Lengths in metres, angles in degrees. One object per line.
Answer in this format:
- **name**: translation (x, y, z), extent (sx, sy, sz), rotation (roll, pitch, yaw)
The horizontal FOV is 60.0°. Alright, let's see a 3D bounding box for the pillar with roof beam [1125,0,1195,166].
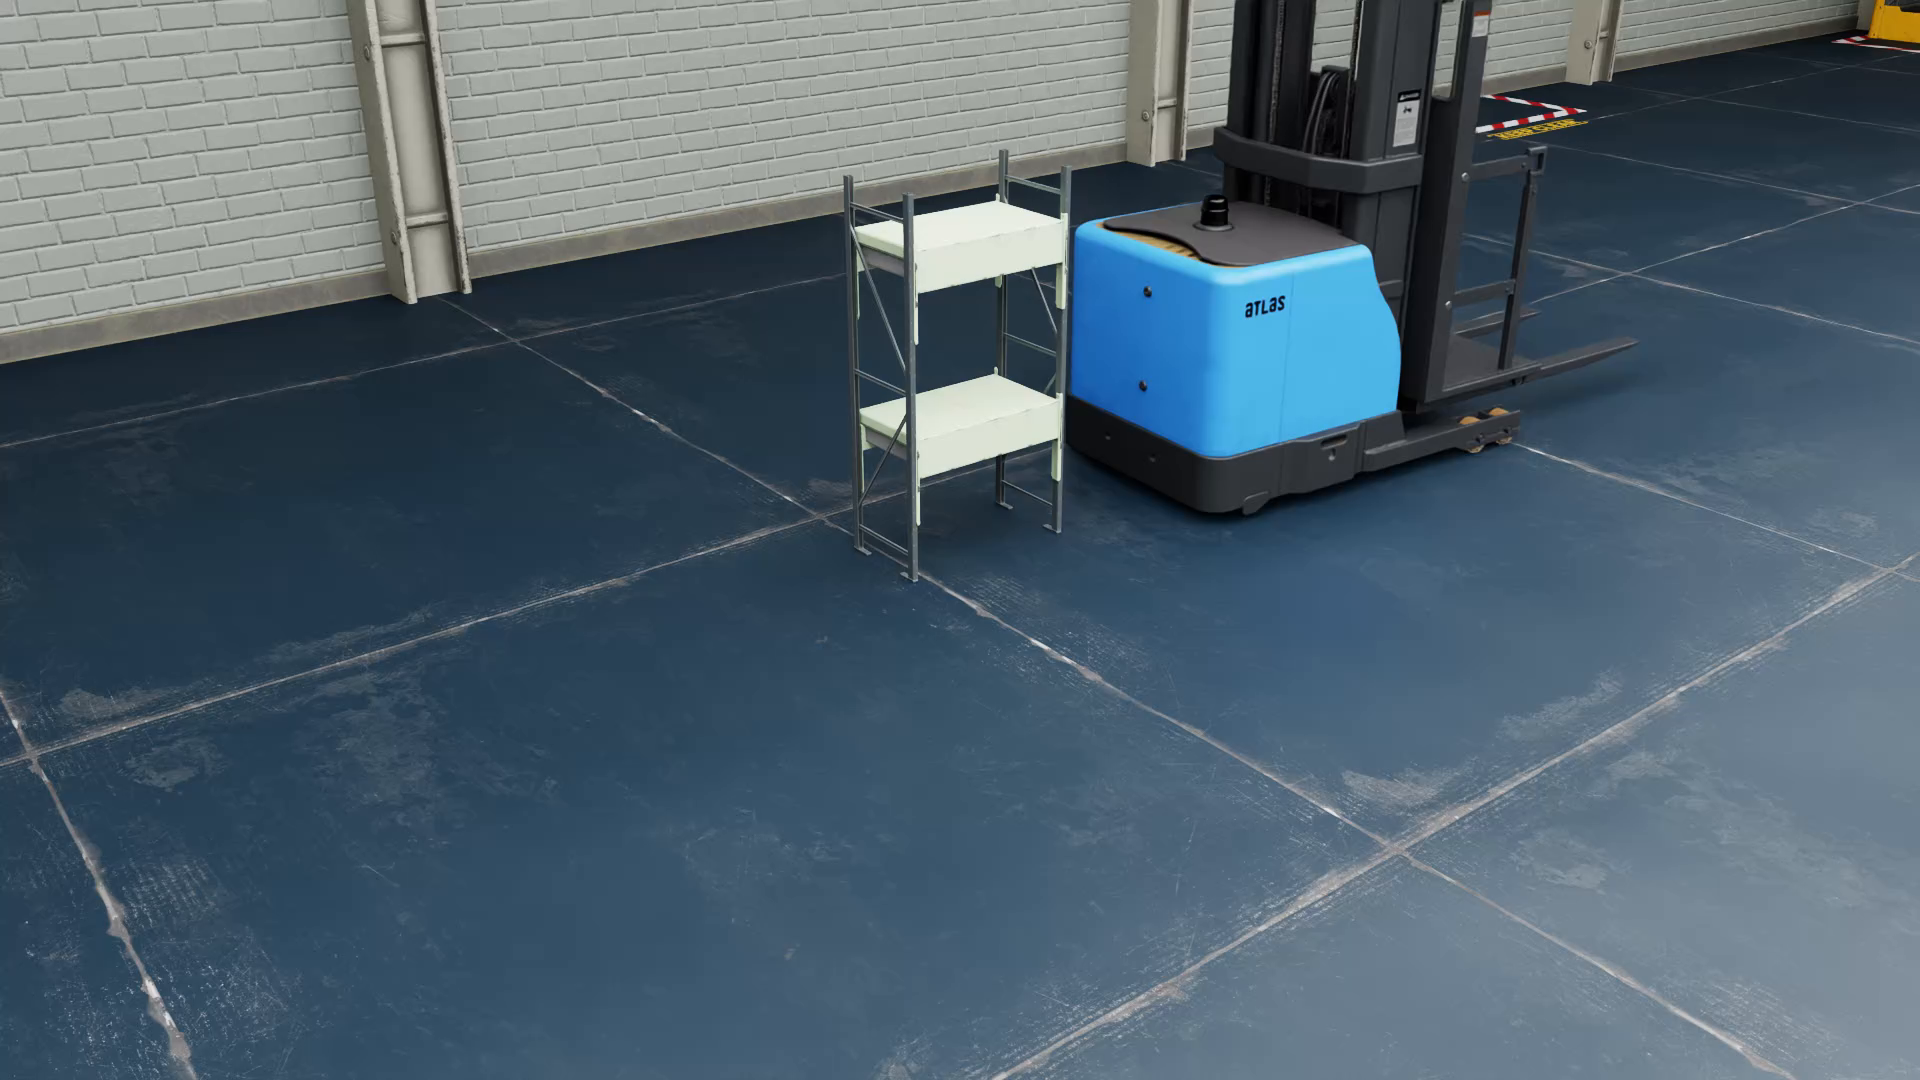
- **pillar with roof beam**: translation (4.214, -5.695, 8.332), extent (0.400, 9.000, 9.100), rotation (-18, 31, -34)

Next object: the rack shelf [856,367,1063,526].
- **rack shelf**: translation (-0.005, -0.383, 6.568), extent (0.720, 0.370, 0.431), rotation (-18, 31, -34)

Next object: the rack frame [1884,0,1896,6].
- **rack frame**: translation (10.983, -7.049, 18.375), extent (0.127, 3.000, 1.000), rotation (-18, 31, -34)

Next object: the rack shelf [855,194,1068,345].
- **rack shelf**: translation (-0.005, -1.033, 6.266), extent (0.720, 0.370, 0.431), rotation (-18, 31, -34)

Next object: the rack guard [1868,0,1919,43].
- **rack guard**: translation (11.043, -5.935, 18.944), extent (0.348, 0.500, 1.175), rotation (-18, 31, -34)

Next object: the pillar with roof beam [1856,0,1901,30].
- **pillar with roof beam**: translation (13.657, -8.812, 15.048), extent (0.400, 9.000, 9.100), rotation (-18, 31, -34)

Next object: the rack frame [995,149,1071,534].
- **rack frame**: translation (0.283, -0.774, 6.635), extent (0.023, 1.500, 0.400), rotation (-18, 31, -34)

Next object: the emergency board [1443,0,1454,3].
- **emergency board**: translation (4.293, -5.333, 14.678), extent (0.626, 1.169, 0.157), rotation (-18, 31, -34)

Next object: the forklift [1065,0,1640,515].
- **forklift**: translation (1.987, -1.894, 7.350), extent (3.031, 2.935, 1.130), rotation (-16, 29, -30)

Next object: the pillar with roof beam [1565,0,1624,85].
- **pillar with roof beam**: translation (8.935, -7.254, 11.690), extent (0.400, 9.000, 9.100), rotation (-18, 31, -34)

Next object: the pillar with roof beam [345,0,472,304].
- **pillar with roof beam**: translation (-0.508, -4.136, 4.973), extent (0.400, 9.000, 9.100), rotation (-18, 31, -34)

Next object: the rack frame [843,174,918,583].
- **rack frame**: translation (-0.293, -0.583, 6.226), extent (0.023, 1.500, 0.400), rotation (-18, 31, -34)

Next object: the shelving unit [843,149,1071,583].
- **shelving unit**: translation (-0.005, -0.679, 6.431), extent (0.755, 1.500, 0.431), rotation (-18, 31, -34)
